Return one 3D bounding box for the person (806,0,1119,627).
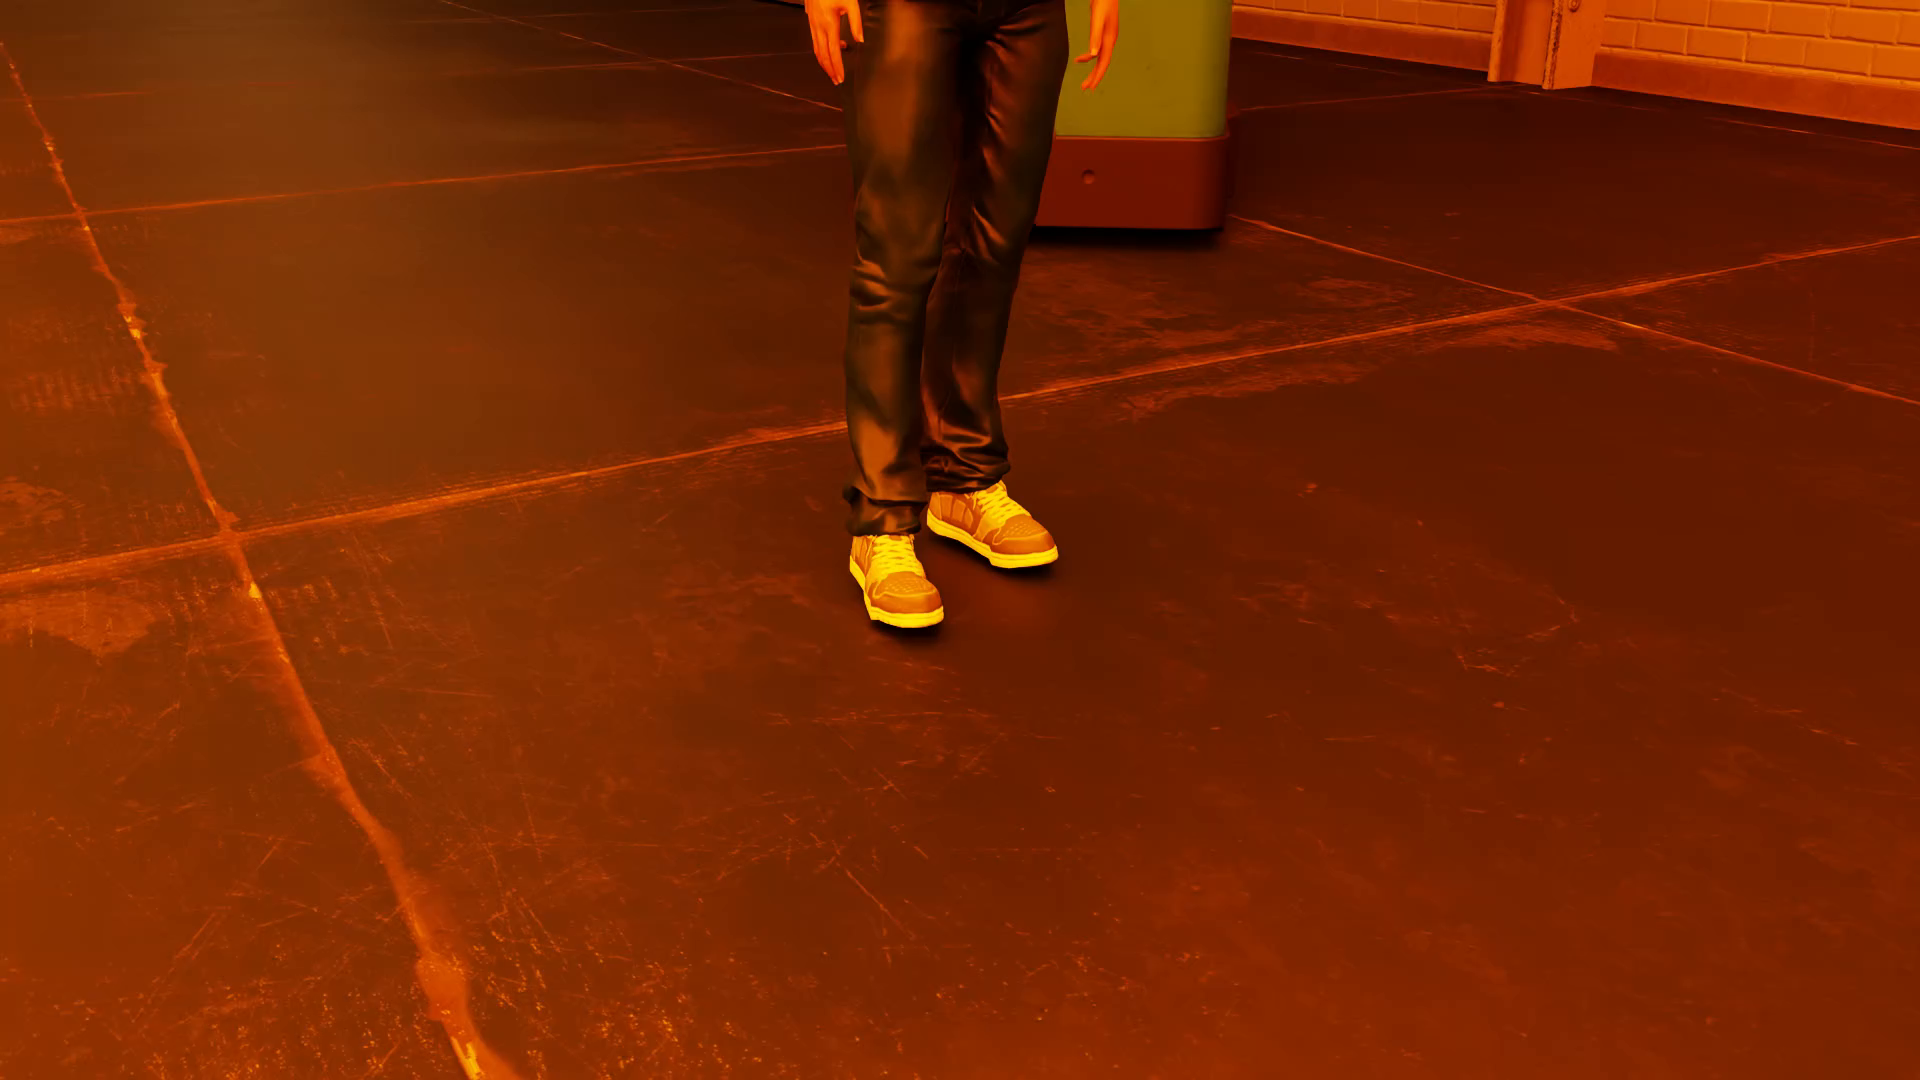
[{"bbox_3d":[0.025,-0.719,2.263,0.519,1.598,0.474,-12,25,-28],"label":"person"}]

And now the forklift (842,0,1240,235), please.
[{"bbox_3d":[0.363,-2.695,5.342,1.130,2.935,3.031,3,22,6],"label":"forklift"}]
